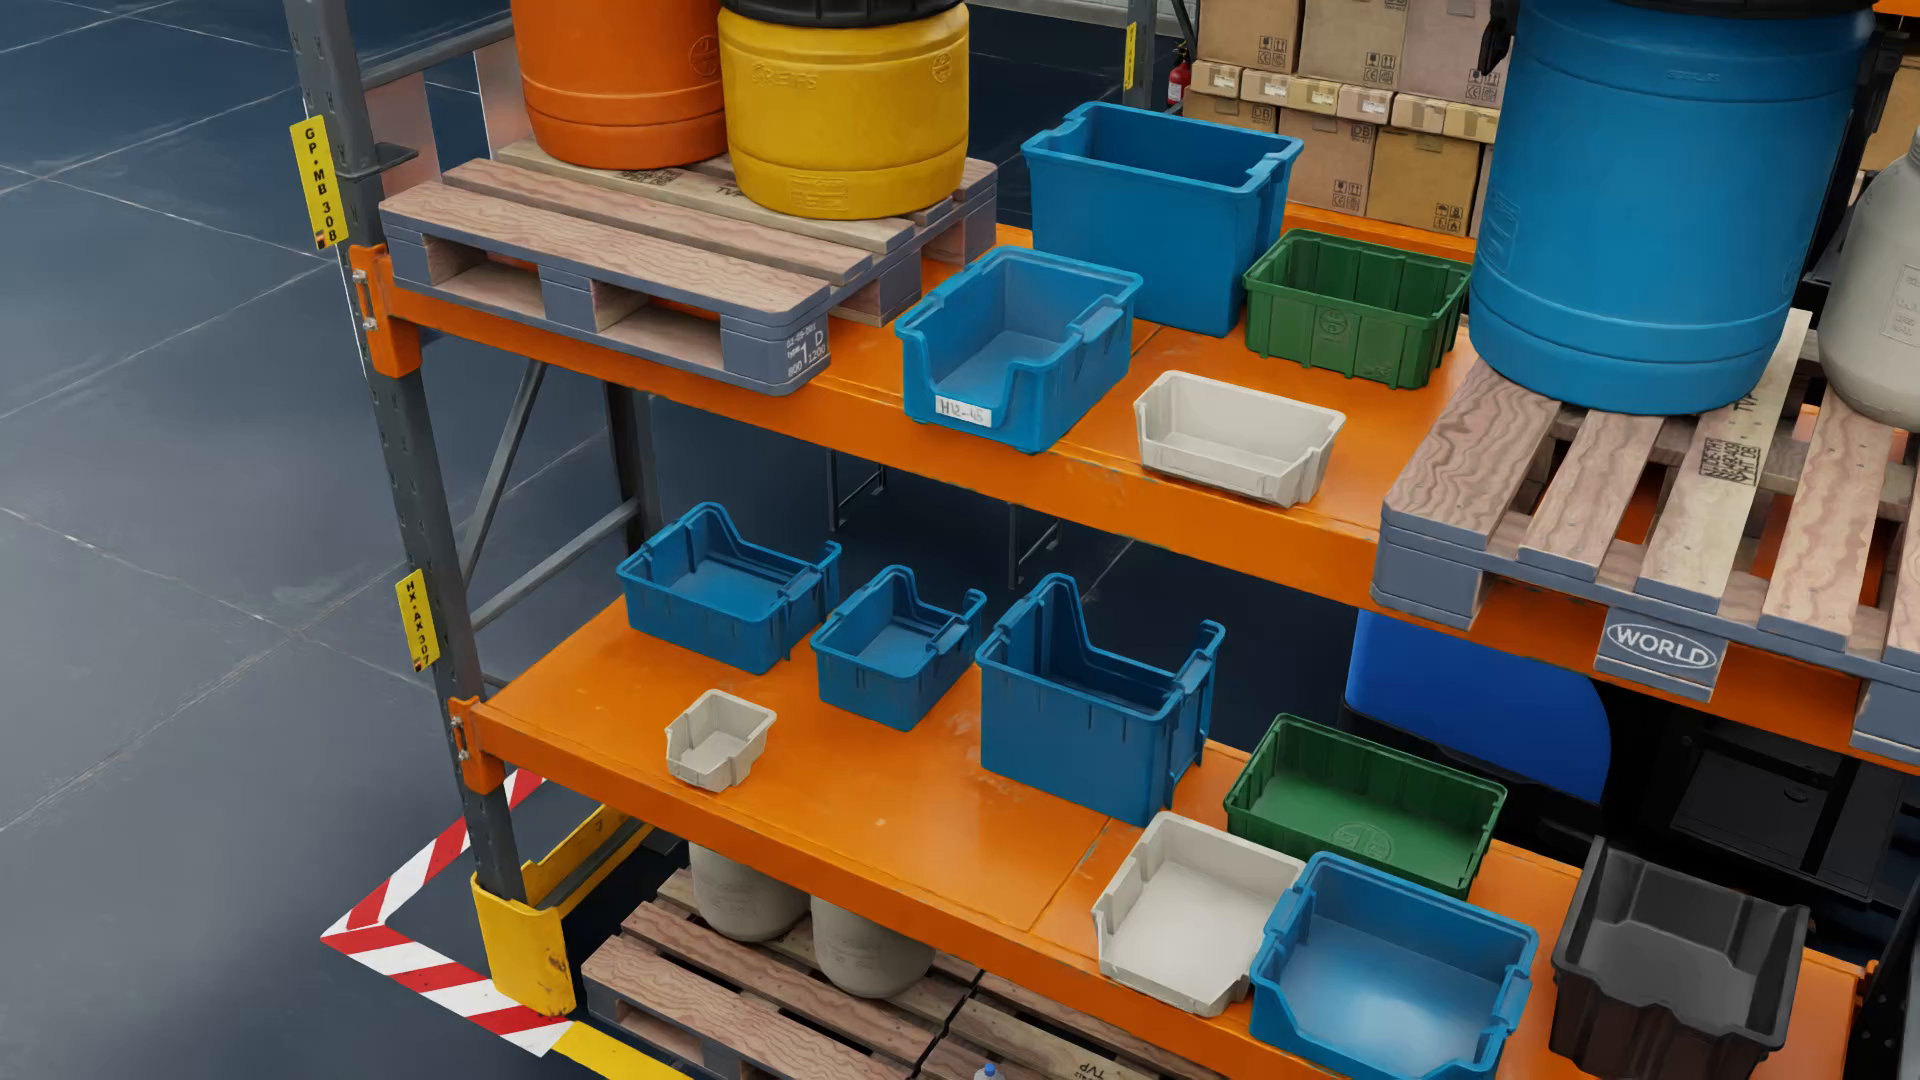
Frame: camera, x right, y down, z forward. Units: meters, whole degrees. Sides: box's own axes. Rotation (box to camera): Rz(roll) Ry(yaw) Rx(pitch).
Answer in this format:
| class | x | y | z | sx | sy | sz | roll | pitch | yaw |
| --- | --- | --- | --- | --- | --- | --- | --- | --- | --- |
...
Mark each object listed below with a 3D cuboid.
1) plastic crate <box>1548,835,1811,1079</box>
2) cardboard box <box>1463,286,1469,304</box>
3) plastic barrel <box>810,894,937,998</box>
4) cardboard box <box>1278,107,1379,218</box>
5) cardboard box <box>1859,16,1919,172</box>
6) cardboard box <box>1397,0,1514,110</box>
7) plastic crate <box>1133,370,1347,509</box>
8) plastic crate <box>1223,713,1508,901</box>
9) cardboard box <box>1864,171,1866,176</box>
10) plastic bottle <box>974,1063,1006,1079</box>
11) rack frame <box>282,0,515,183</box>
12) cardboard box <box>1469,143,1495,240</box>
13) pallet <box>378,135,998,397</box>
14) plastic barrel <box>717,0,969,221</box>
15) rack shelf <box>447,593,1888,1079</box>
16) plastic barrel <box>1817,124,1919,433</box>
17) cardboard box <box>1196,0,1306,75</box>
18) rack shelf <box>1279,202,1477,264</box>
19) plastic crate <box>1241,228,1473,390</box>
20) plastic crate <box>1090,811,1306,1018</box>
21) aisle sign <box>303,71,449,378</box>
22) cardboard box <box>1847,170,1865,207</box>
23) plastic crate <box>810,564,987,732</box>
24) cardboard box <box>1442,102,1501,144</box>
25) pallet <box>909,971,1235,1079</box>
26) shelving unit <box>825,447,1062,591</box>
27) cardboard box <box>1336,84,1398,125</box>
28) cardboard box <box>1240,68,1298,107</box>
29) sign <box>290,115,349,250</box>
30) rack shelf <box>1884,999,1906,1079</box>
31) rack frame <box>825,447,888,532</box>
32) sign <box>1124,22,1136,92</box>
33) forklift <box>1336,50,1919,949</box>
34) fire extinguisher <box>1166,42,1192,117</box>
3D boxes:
| class | x | y | z | sx | sy | sz | roll | pitch | yaw |
| --- | --- | --- | --- | --- | --- | --- | --- | --- | --- |
| plastic crate | 1.752 | 1.014 | 4.077 | 0.504 | 0.338 | 0.767 | 18 | 37 | 24 |
| cardboard box | 2.362 | -1.109 | 8.635 | 0.500 | 0.500 | 0.500 | 18 | 37 | 24 |
| plastic barrel | -0.285 | 1.236 | 5.553 | 0.421 | 0.512 | 0.421 | 0 | 34 | 0 |
| cardboard box | 1.989 | -2.054 | 8.538 | 0.500 | 0.500 | 0.700 | 19 | 38 | 26 |
| cardboard box | 4.216 | -1.890 | 7.121 | 0.500 | 0.500 | 0.700 | 18 | 38 | 25 |
| cardboard box | 2.474 | -2.442 | 7.950 | 0.500 | 0.500 | 0.700 | 18 | 38 | 25 |
| plastic crate | 0.549 | -0.192 | 3.364 | 0.396 | 0.136 | 0.243 | 18 | 37 | 24 |
| plastic crate | 1.105 | 0.772 | 4.575 | 0.662 | 0.188 | 0.450 | 18 | 37 | 24 |
| cardboard box | 4.024 | -1.807 | 7.582 | 0.250 | 0.149 | 0.380 | 17 | 37 | 23 |
| plastic bottle | 0.090 | 1.694 | 5.064 | 0.097 | 0.271 | 0.097 | 0 | 34 | 0 |
| rack frame | -1.330 | -2.404 | 3.741 | 0.127 | 3.000 | 1.000 | 18 | 37 | 24 |
| cardboard box | 2.876 | -1.772 | 8.114 | 0.500 | 0.500 | 0.700 | 19 | 38 | 26 |
| pallet | -0.660 | -0.802 | 4.212 | 1.213 | 0.211 | 1.003 | 18 | 37 | 24 |
| plastic barrel | -0.277 | -1.156 | 4.025 | 0.600 | 0.588 | 0.600 | 0 | 34 | 0 |
| rack shelf | 0.407 | 0.943 | 4.777 | 4.000 | 0.370 | 1.077 | 18 | 37 | 24 |
| plastic barrel | 1.867 | -0.489 | 3.093 | 0.421 | 0.512 | 0.421 | 0 | 34 | 0 |
| cardboard box | 1.576 | -2.722 | 8.370 | 0.500 | 0.500 | 0.700 | 18 | 38 | 25 |
| rack shelf | 2.868 | -1.440 | 8.355 | 4.000 | 0.370 | 1.077 | 18 | 37 | 24 |
| plastic crate | 0.908 | -0.532 | 3.827 | 0.450 | 0.188 | 0.336 | 18 | 37 | 24 |
| plastic crate | 0.608 | 0.978 | 4.312 | 0.437 | 0.136 | 0.530 | 18 | 37 | 24 |
| aisle sign | -1.538 | -0.868 | 4.501 | 0.004 | 0.787 | 0.394 | 18 | 37 | 24 |
| cardboard box | 3.819 | -1.612 | 7.290 | 0.250 | 0.149 | 0.380 | 16 | 37 | 23 |
| plastic crate | -0.186 | 0.330 | 5.182 | 0.408 | 0.251 | 0.499 | 18 | 37 | 24 |
| cardboard box | 2.484 | -2.036 | 7.926 | 0.250 | 0.149 | 0.380 | 17 | 37 | 24 |
| pallet | 0.517 | 1.814 | 5.335 | 1.213 | 0.211 | 1.003 | 18 | 37 | 24 |
| shelving unit | -0.074 | -0.648 | 7.870 | 1.048 | 1.500 | 0.538 | 18 | 37 | 24 |
| cardboard box | 2.030 | -2.178 | 8.139 | 0.250 | 0.149 | 0.380 | 17 | 37 | 24 |
| cardboard box | 1.596 | -2.318 | 8.349 | 0.250 | 0.149 | 0.380 | 17 | 37 | 23 |
| sign | -1.607 | -0.895 | 4.174 | 0.005 | 0.325 | 0.100 | 18 | 37 | 24 |
| rack shelf | 3.880 | 2.043 | 3.125 | 4.000 | 0.370 | 1.077 | 18 | 37 | 24 |
| rack frame | -0.515 | -0.788 | 8.079 | 0.032 | 1.500 | 0.500 | 18 | 37 | 24 |
| sign | 0.851 | -2.417 | 8.321 | 0.005 | 0.325 | 0.100 | 18 | 37 | 24 |
| forklift | 3.047 | -0.066 | 5.704 | 3.031 | 2.935 | 1.130 | 21 | 39 | 28 |
| fire extinguisher | 1.259 | -2.513 | 9.388 | 0.183 | 0.674 | 0.296 | 18 | 37 | 24 |
